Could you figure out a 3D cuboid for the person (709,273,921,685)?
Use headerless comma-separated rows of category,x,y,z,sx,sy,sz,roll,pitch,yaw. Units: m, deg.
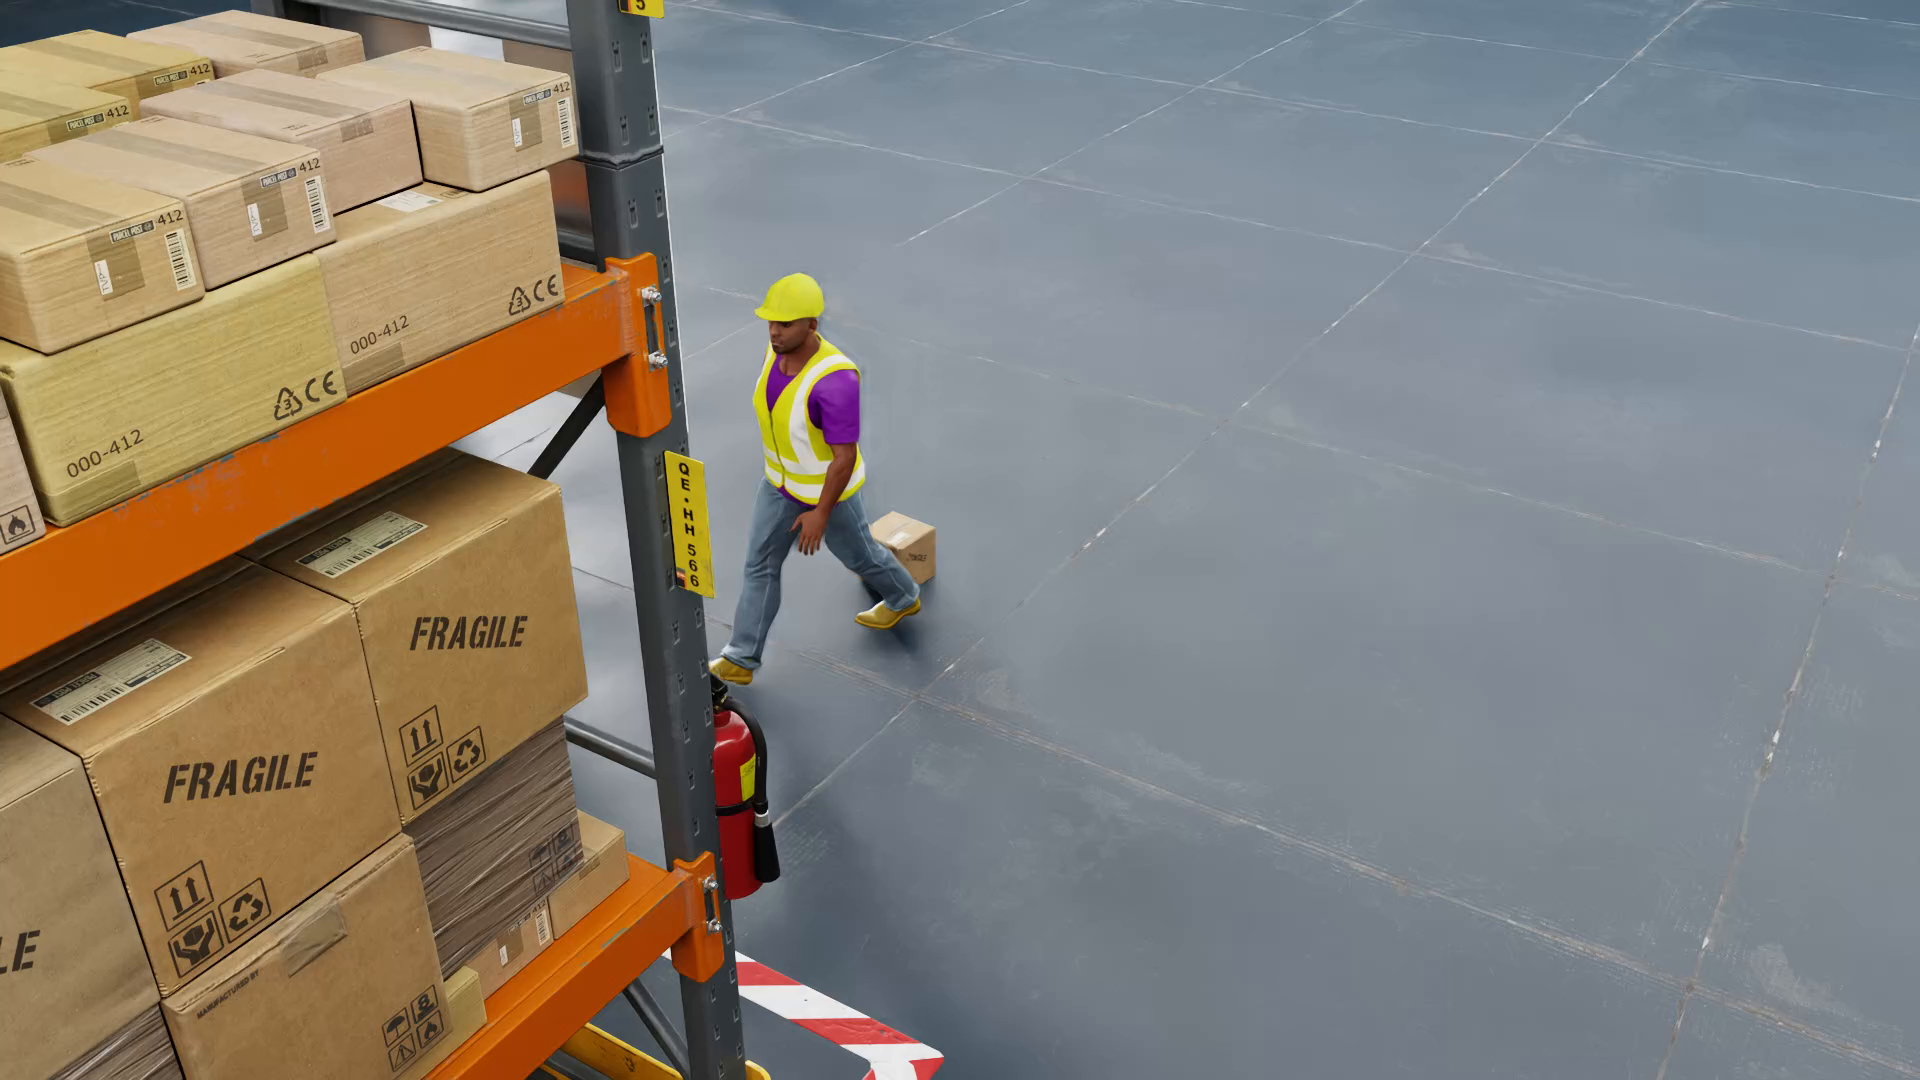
person,-0.594,-0.223,6.504,0.584,1.709,1.100,27,39,38
